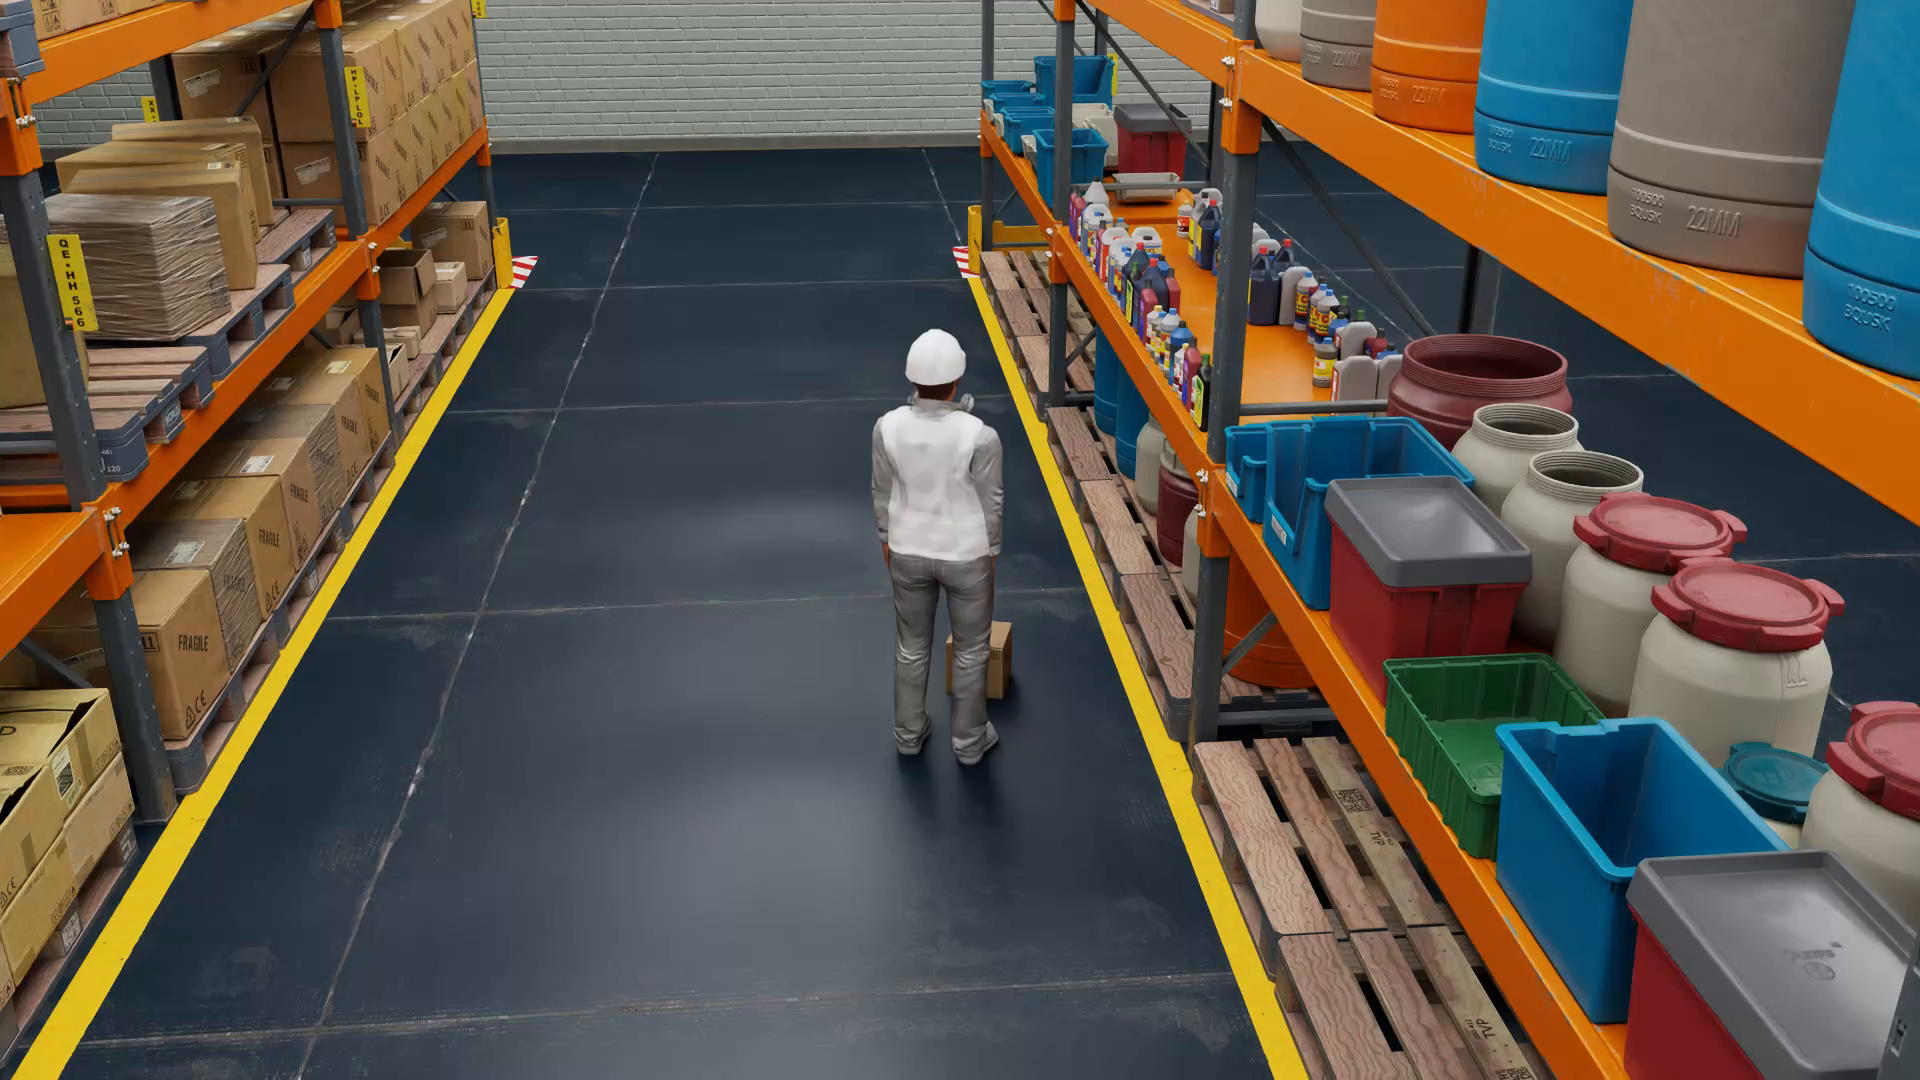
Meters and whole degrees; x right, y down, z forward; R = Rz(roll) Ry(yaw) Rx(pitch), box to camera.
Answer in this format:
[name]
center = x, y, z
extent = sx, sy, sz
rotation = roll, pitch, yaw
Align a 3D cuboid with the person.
[person]
center = -0.079, 0.031, 6.502
extent = 0.528, 1.770, 0.358
rotation = 7, 25, 16
